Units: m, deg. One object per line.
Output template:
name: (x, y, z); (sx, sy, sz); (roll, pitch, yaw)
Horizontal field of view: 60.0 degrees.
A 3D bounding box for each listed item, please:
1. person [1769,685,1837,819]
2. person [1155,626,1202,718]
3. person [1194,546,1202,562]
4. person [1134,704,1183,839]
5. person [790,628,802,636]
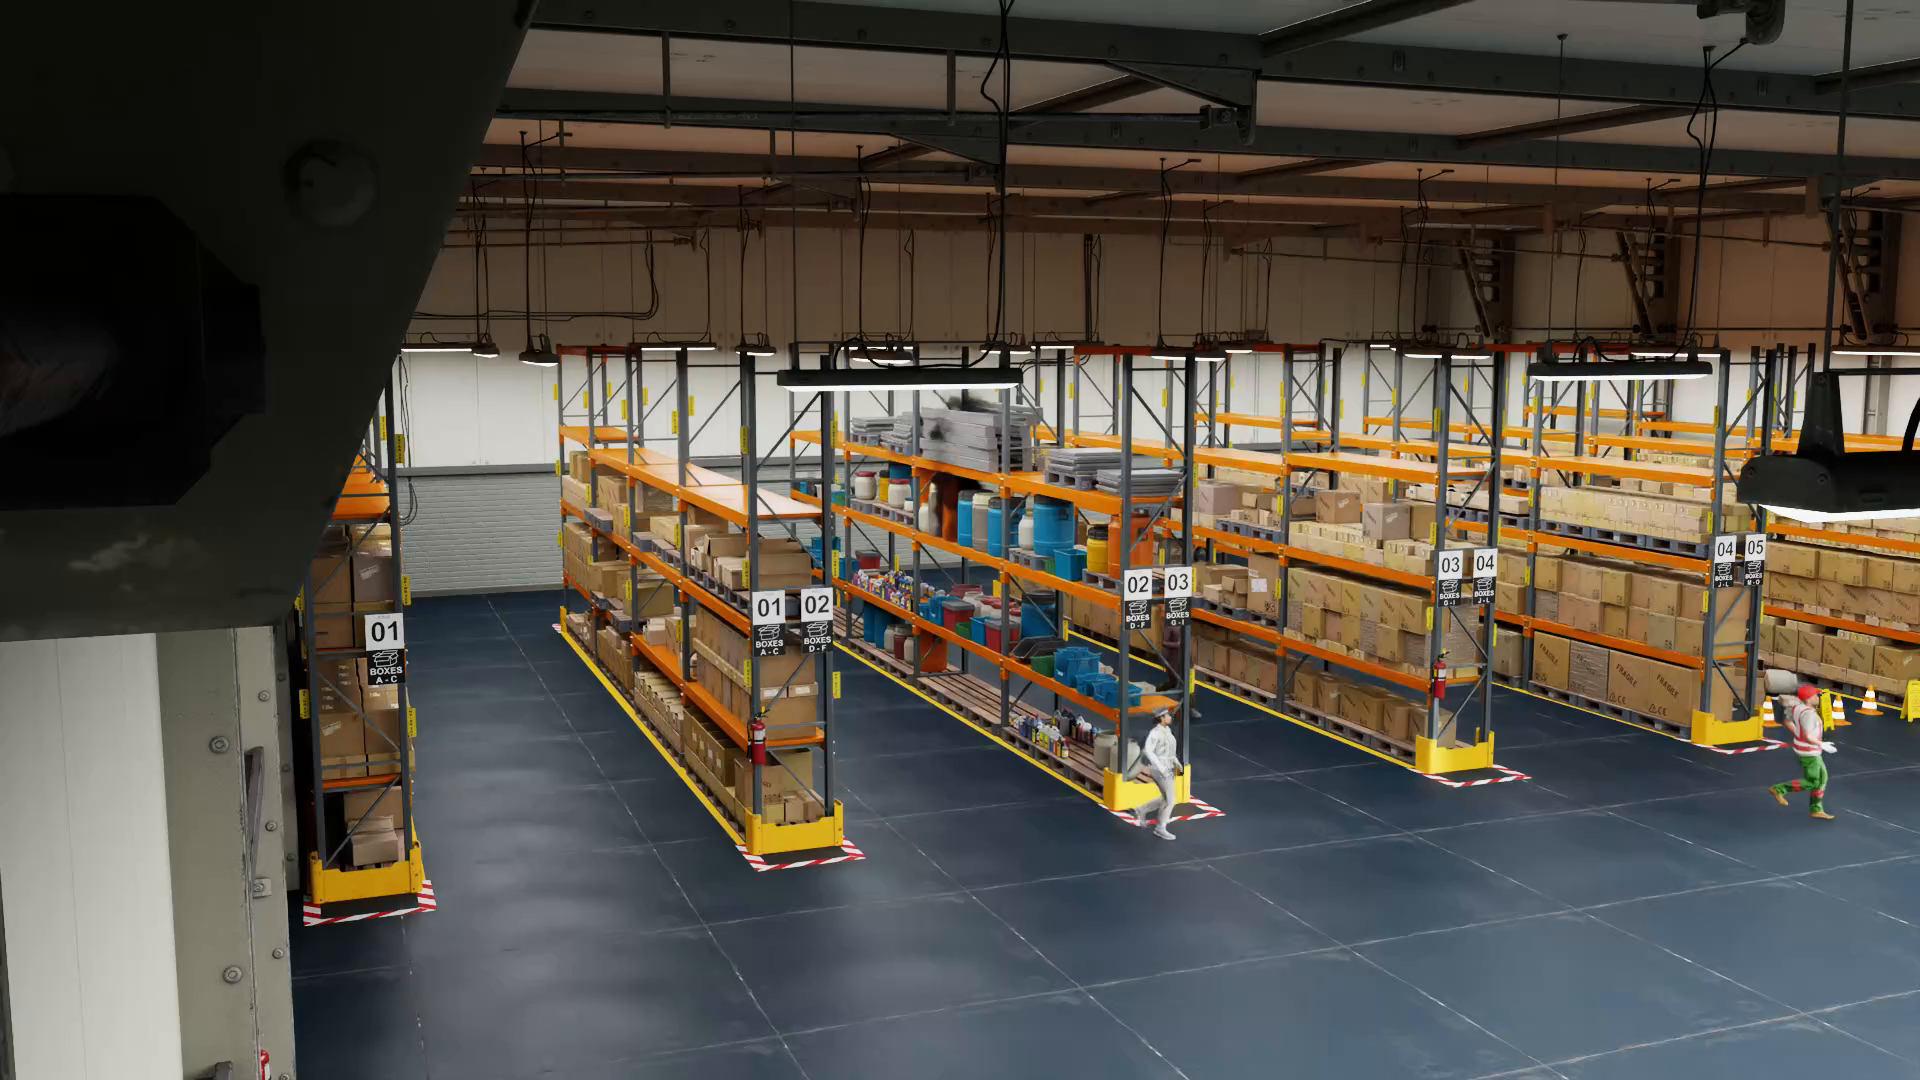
person: (10.946, 2.743, 21.570); (0.825, 1.754, 0.669); (2, 7, 14)
person: (3.582, 1.971, 27.278); (0.710, 1.781, 1.036); (-5, 9, -34)
person: (5.856, 0.229, 41.735); (0.878, 1.611, 0.711); (2, 8, 16)
person: (2.486, 2.884, 20.885); (0.571, 1.659, 0.671); (3, 8, 25)
person: (-2.995, 1.741, 29.702); (0.550, 1.655, 0.544); (-4, 8, -27)
